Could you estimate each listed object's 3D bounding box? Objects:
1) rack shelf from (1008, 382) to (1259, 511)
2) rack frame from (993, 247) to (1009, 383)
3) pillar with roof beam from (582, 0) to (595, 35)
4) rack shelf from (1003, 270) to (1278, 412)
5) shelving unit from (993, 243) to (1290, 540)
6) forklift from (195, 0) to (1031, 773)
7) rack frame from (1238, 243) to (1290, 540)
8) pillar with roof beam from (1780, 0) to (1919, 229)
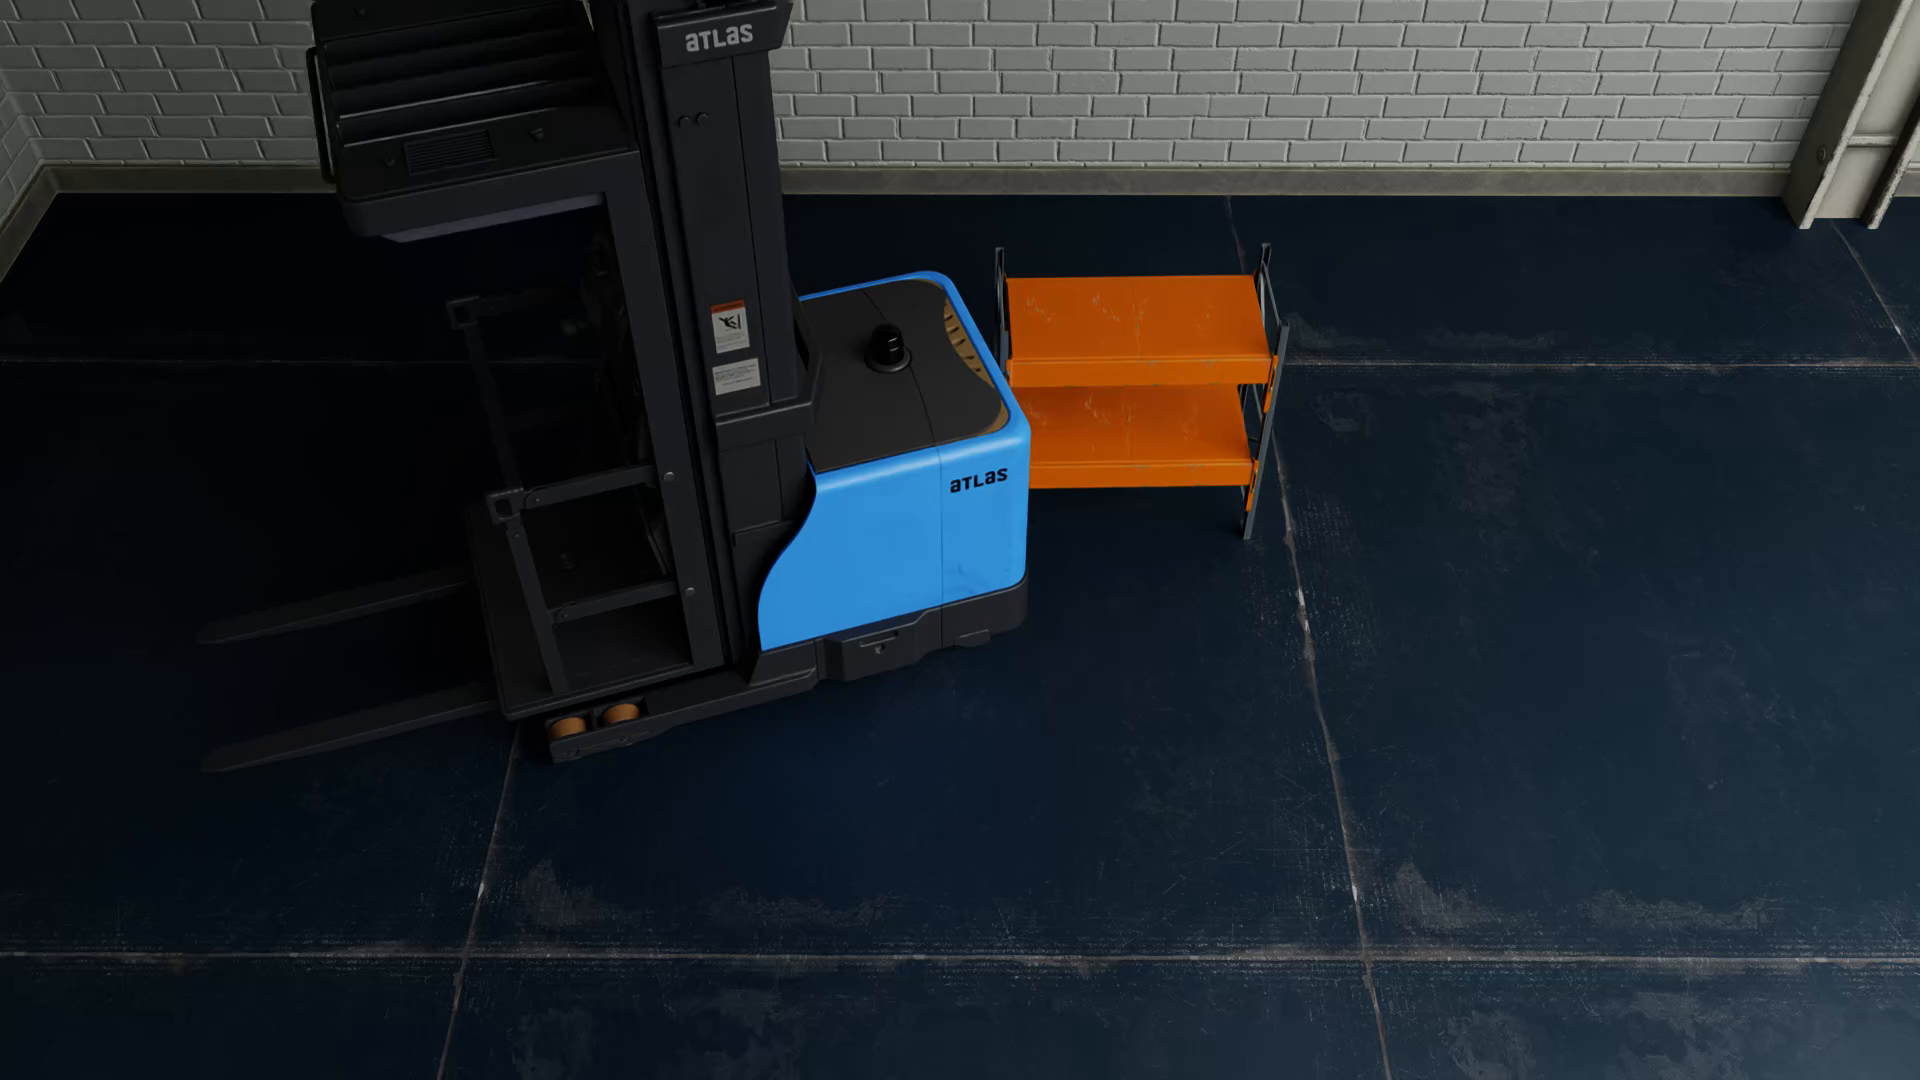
[{"bbox_3d":[0.664,-0.392,6.762,1.000,0.278,0.538,-1,47,-1],"label":"rack shelf"},{"bbox_3d":[0.156,-0.551,6.575,0.032,1.125,0.500,-1,47,-1],"label":"rack frame"},{"bbox_3d":[-1.645,-1.592,2.165,0.400,9.000,9.100,0,47,0],"label":"pillar with roof beam"},{"bbox_3d":[0.664,-0.758,6.368,1.000,0.278,0.538,-1,47,-1],"label":"rack shelf"},{"bbox_3d":[0.664,-0.559,6.583,1.048,1.125,0.538,-1,47,-1],"label":"shelving unit"},{"bbox_3d":[-1.313,-0.631,5.415,3.031,2.935,1.130,-14,49,-13],"label":"forklift"},{"bbox_3d":[1.172,-0.567,6.590,0.032,1.125,0.500,-1,47,-1],"label":"rack frame"},{"bbox_3d":[4.355,-1.576,2.150,0.400,9.000,9.100,0,47,0],"label":"pillar with roof beam"}]
